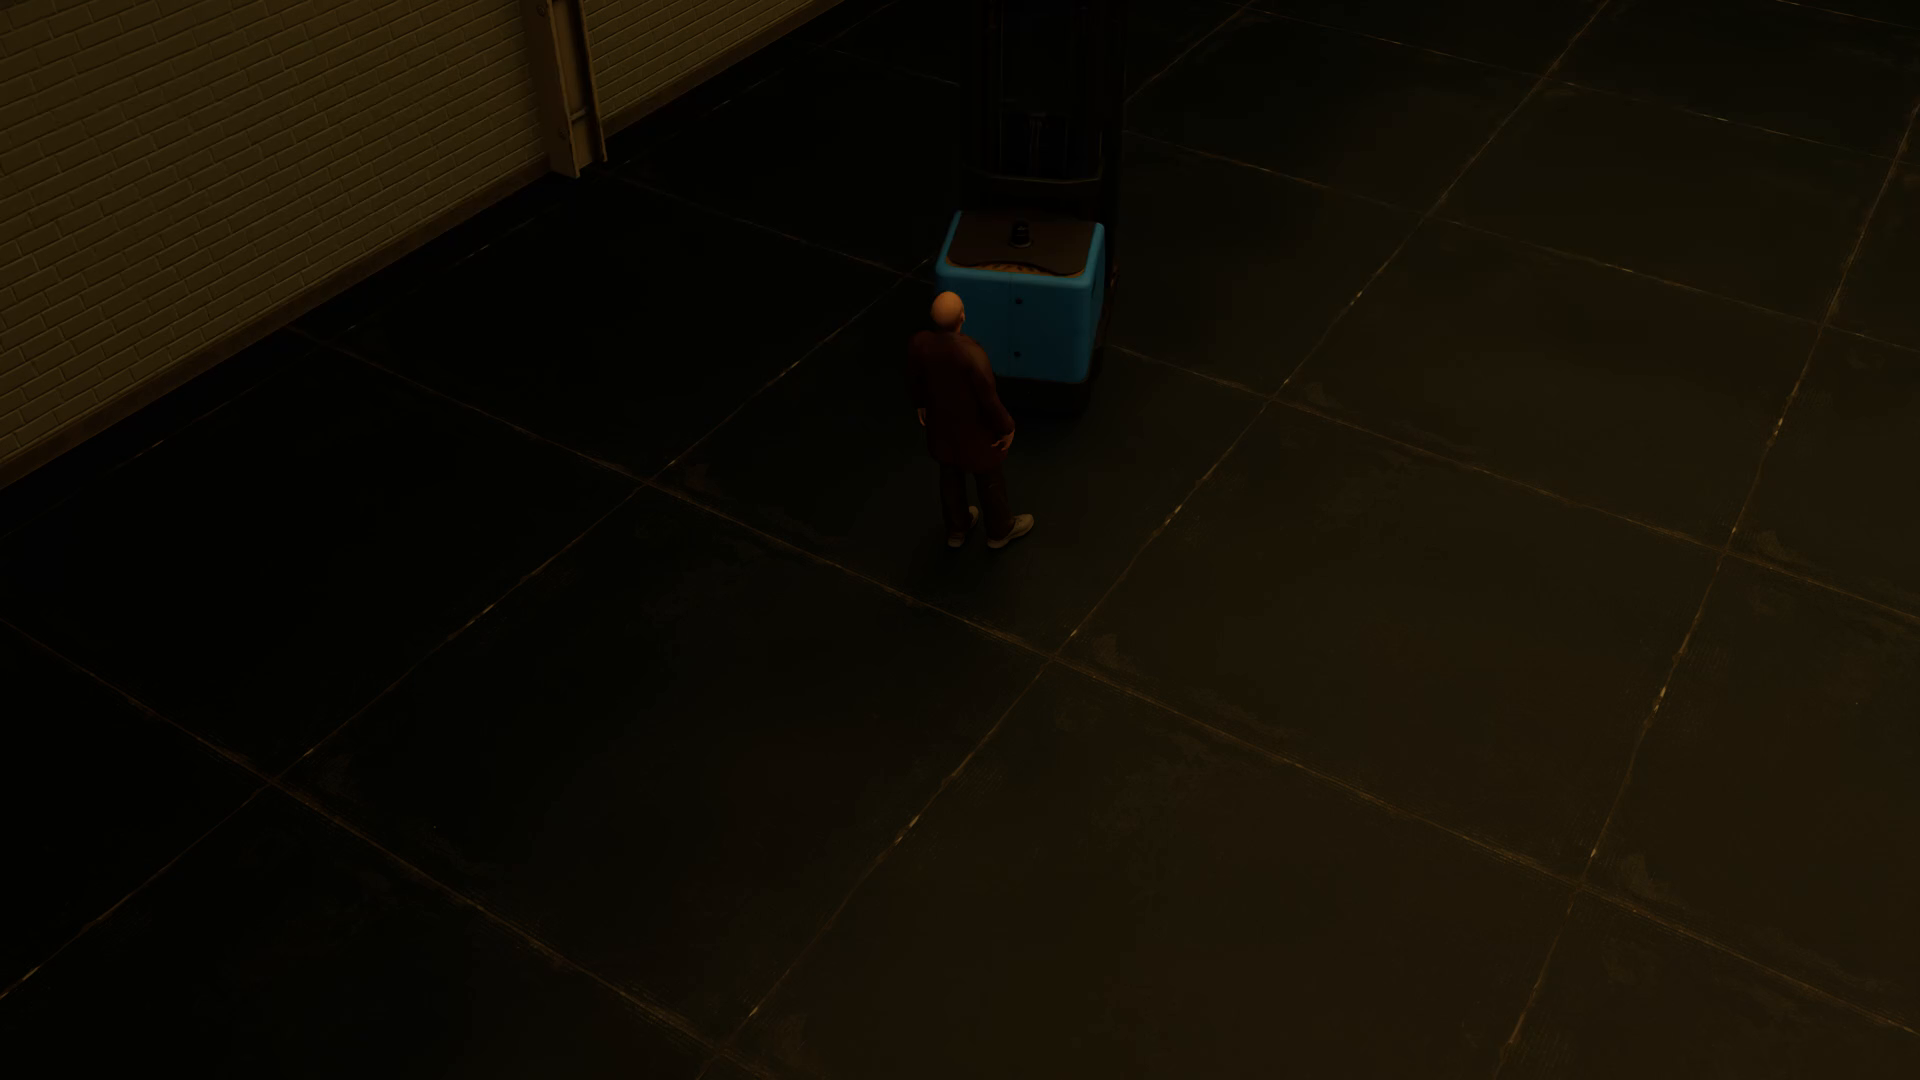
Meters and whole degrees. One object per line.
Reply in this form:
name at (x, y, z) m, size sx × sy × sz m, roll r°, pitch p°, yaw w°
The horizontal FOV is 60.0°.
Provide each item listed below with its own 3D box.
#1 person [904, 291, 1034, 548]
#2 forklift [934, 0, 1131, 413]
person at (0.053, -0.732, 9.713) m, size 0.696 × 1.777 × 0.579 m, roll 22°, pitch 45°, yaw 24°
forklift at (0.590, -2.922, 11.415) m, size 1.130 × 2.935 × 3.031 m, roll 7°, pitch 41°, yaw 8°
